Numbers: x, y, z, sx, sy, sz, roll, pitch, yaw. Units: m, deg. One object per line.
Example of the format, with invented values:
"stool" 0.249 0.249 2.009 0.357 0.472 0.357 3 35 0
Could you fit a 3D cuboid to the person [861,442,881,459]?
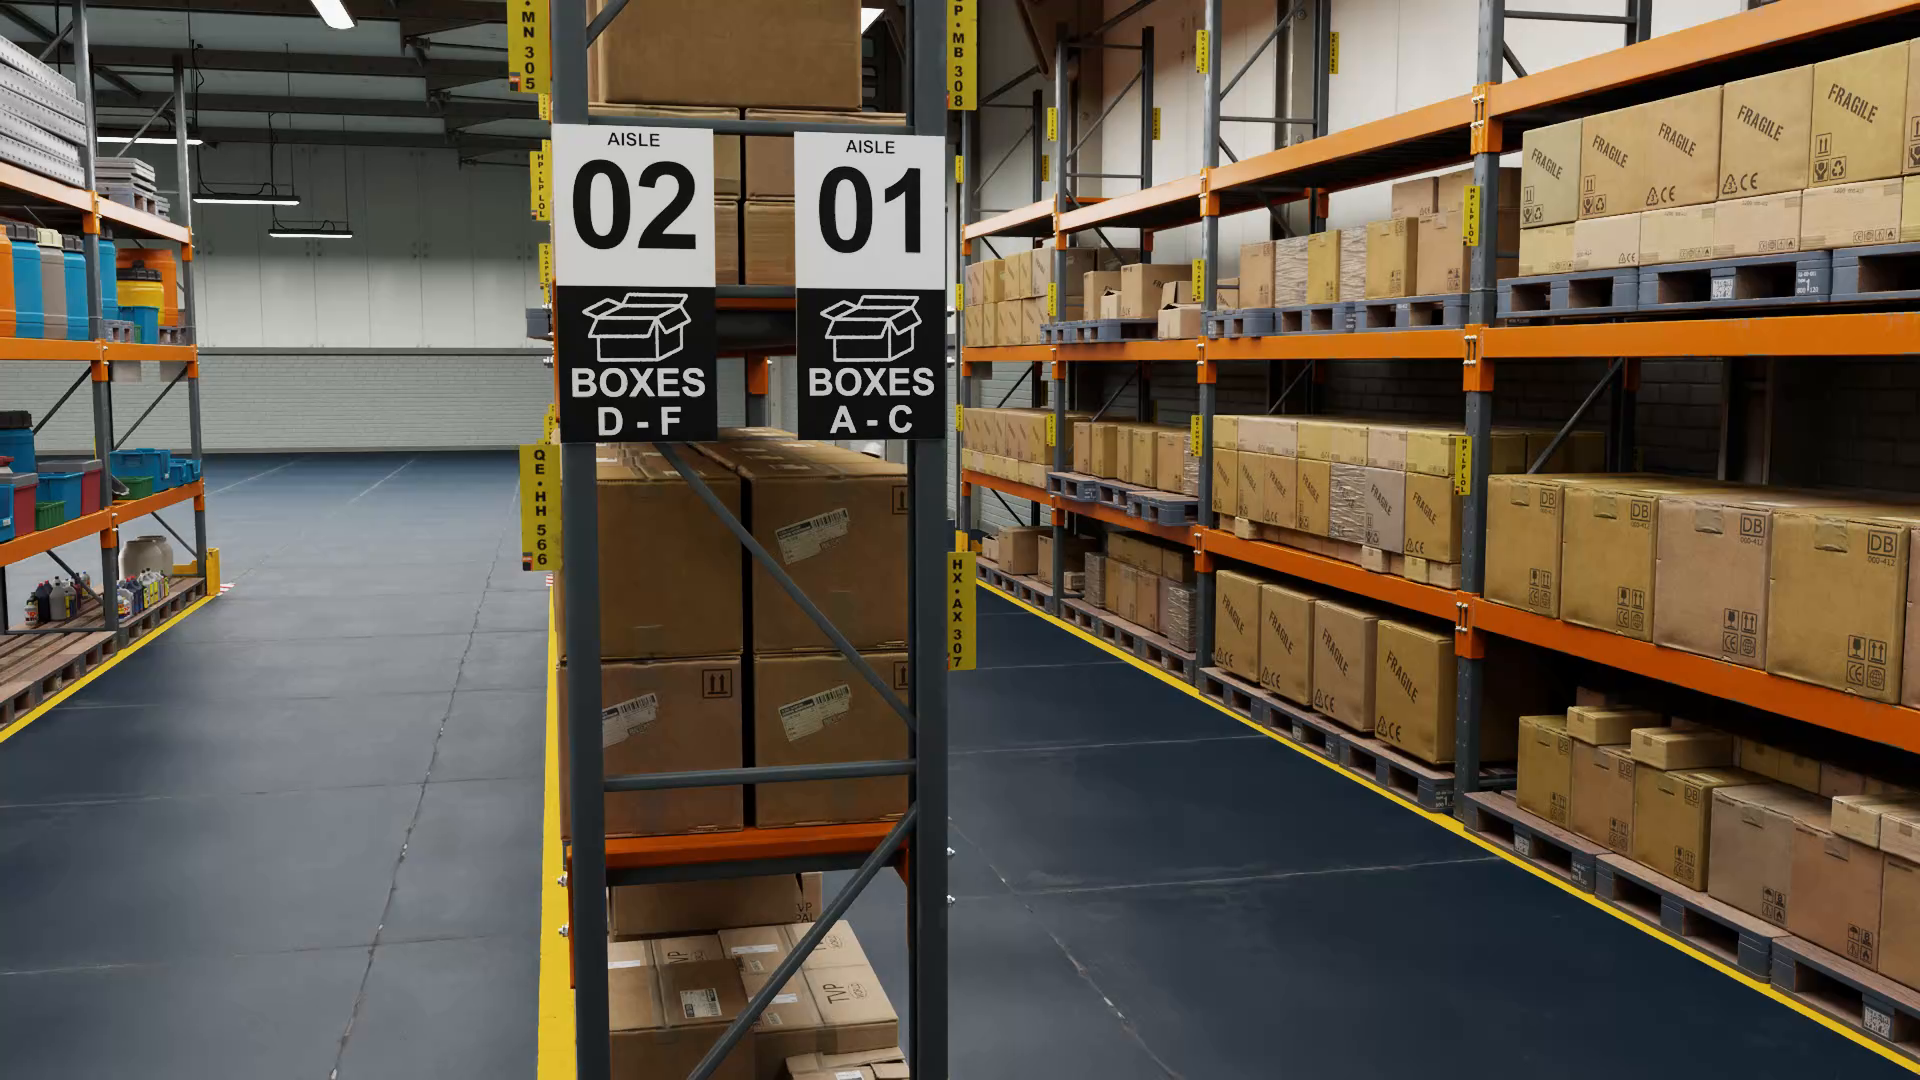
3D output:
"person" -0.894 -0.111 17.063 0.663 1.788 0.398 2 6 18
